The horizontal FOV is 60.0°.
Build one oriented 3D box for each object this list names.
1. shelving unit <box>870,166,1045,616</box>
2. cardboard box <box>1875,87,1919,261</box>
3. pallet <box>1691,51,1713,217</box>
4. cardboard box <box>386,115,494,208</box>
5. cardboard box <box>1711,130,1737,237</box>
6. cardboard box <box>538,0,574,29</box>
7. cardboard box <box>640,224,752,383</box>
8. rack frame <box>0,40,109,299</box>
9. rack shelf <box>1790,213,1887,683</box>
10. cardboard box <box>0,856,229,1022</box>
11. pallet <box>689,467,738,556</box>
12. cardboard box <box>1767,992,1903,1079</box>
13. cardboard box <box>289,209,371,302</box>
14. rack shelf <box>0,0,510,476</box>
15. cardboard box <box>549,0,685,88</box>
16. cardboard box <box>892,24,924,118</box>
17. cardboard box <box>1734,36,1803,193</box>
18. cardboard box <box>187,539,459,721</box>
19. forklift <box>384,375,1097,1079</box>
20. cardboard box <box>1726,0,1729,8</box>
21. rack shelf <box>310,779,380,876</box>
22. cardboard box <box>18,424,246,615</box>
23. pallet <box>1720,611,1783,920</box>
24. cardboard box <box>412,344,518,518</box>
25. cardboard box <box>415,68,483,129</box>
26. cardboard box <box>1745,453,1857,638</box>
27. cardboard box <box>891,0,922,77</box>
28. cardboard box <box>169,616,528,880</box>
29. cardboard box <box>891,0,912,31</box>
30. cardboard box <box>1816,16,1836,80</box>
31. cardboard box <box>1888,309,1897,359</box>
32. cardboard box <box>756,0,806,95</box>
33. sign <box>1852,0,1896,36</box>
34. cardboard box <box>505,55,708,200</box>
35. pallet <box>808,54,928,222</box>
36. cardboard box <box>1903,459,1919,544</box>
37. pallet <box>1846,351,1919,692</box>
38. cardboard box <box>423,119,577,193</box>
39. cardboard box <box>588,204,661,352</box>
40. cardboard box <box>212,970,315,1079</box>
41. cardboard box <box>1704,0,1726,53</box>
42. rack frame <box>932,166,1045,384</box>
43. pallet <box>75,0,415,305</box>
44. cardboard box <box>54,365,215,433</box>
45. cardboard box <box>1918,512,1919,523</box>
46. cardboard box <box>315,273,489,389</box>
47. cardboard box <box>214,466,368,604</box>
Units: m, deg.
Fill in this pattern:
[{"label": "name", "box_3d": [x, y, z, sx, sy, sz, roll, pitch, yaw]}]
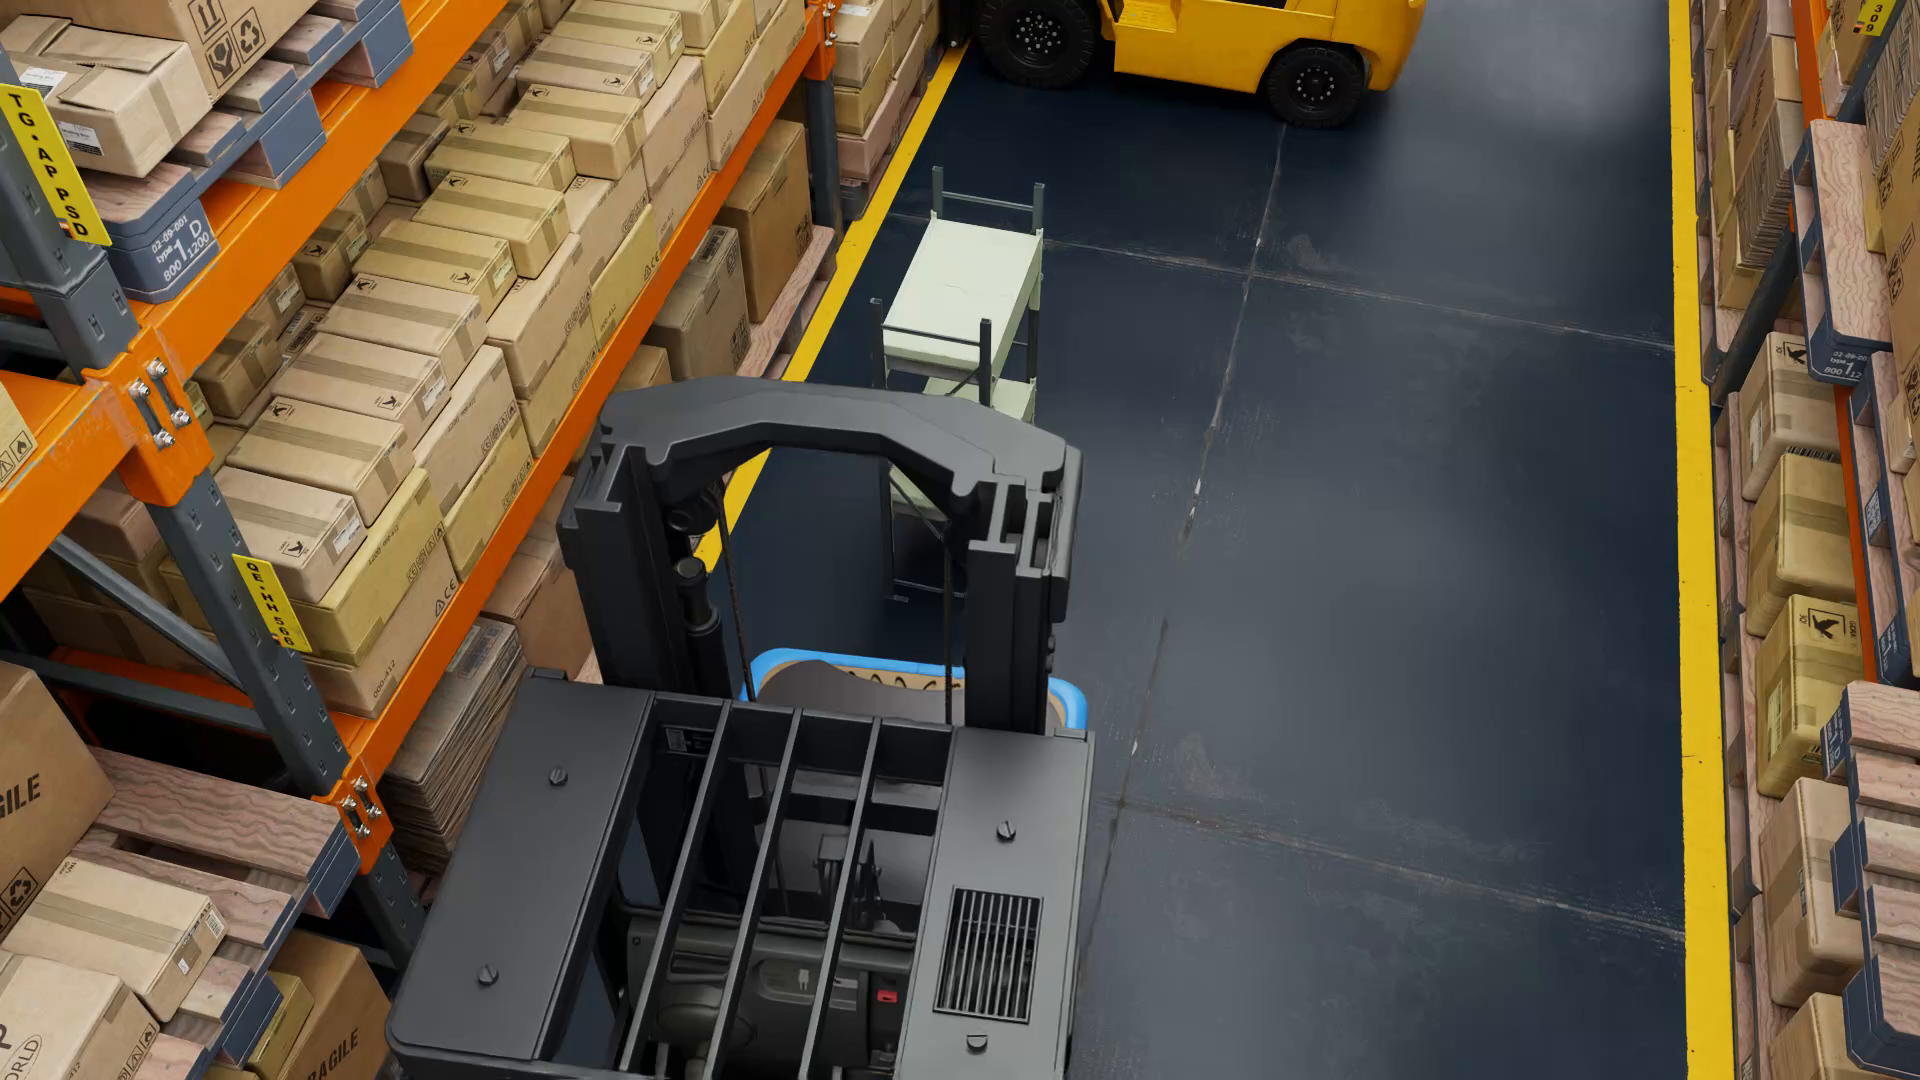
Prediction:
[{"label": "shelving unit", "box_3d": [0.002, -0.501, 6.111, 0.431, 1.500, 0.755, 12, 50, 10]}, {"label": "cardboard box", "box_3d": [3.206, -1.137, 5.126, 0.500, 0.500, 0.500, 12, 50, 10]}, {"label": "pallet", "box_3d": [4.199, -1.966, 8.264, 1.003, 0.211, 1.213, 12, 50, 10]}, {"label": "cardboard box", "box_3d": [-1.848, -1.185, 5.480, 0.500, 0.250, 0.500, 11, 49, 9]}, {"label": "cardboard box", "box_3d": [3.764, -1.608, 7.641, 0.500, 0.250, 0.500, 10, 49, 9]}, {"label": "cardboard box", "box_3d": [-1.587, -1.971, 5.908, 0.380, 0.149, 0.250, 11, 50, 10]}, {"label": "cardboard box", "box_3d": [-1.391, -0.902, 6.768, 0.875, 0.625, 0.625, 11, 50, 10]}, {"label": "rack frame", "box_3d": [-2.105, -1.580, 2.061, 1.000, 3.000, 0.127, 12, 50, 10]}, {"label": "rack shelf", "box_3d": [3.211, 0.173, 4.995, 1.077, 0.370, 4.000, 12, 50, 10]}, {"label": "cardboard box", "box_3d": [-1.908, 0.900, 3.761, 0.380, 0.149, 0.250, 12, 50, 11]}, {"label": "pallet", "box_3d": [-1.528, -0.139, 6.651, 1.003, 0.211, 1.213, 12, 50, 10]}, {"label": "cardboard box", "box_3d": [2.843, 1.706, 4.635, 0.950, 0.372, 0.625, 9, 49, 7]}, {"label": "cardboard box", "box_3d": [-1.986, -0.869, 4.936, 0.380, 0.149, 0.250, 11, 50, 10]}, {"label": "rack shelf", "box_3d": [-1.579, -1.796, 4.732, 1.077, 0.370, 4.000, 12, 50, 10]}, {"label": "cardboard box", "box_3d": [-1.165, -1.694, 5.664, 0.380, 0.149, 0.250, 10, 49, 9]}, {"label": "cardboard box", "box_3d": [-0.487, -2.372, 8.316, 0.500, 0.250, 0.500, 11, 49, 9]}, {"label": "cardboard box", "box_3d": [3.766, -1.838, 7.344, 0.500, 0.500, 0.500, 12, 50, 11]}, {"label": "cardboard box", "box_3d": [-1.753, 0.182, 4.607, 0.500, 0.250, 0.500, 12, 50, 10]}, {"label": "forklift", "box_3d": [-0.327, 1.200, 3.655, 1.130, 2.935, 3.031, 6, 49, 5]}, {"label": "cardboard box", "box_3d": [4.172, -2.956, 8.331, 0.500, 0.500, 0.500, 10, 49, 9]}, {"label": "rack shelf", "box_3d": [-2.632, 2.090, 3.303, 1.077, 0.370, 4.000, 12, 50, 10]}, {"label": "cardboard box", "box_3d": [-2.255, -0.090, 4.514, 0.500, 0.250, 0.500, 13, 50, 11]}, {"label": "pallet", "box_3d": [3.214, 0.860, 5.769, 1.003, 0.211, 1.213, 12, 50, 10]}, {"label": "cardboard box", "box_3d": [-1.620, -0.345, 4.739, 0.500, 0.250, 0.500, 13, 50, 11]}, {"label": "cardboard box", "box_3d": [-1.798, -1.430, 5.431, 0.380, 0.149, 0.250, 12, 50, 10]}, {"label": "cardboard box", "box_3d": [3.415, 0.120, 6.035, 0.950, 0.372, 0.625, 14, 50, 12]}, {"label": "cardboard box", "box_3d": [-0.497, -2.536, 8.127, 0.500, 0.250, 0.500, 11, 50, 10]}, {"label": "cardboard box", "box_3d": [-1.928, 0.604, 5.439, 0.875, 0.625, 0.625, 13, 50, 11]}, {"label": "cardboard box", "box_3d": [-0.478, -2.704, 7.942, 0.500, 0.250, 0.500, 12, 50, 10]}, {"label": "cardboard box", "box_3d": [3.587, -1.903, 6.515, 0.380, 0.149, 0.250, 13, 50, 11]}, {"label": "cardboard box", "box_3d": [3.104, -0.653, 5.132, 0.380, 0.149, 0.250, 12, 50, 11]}, {"label": "cardboard box", "box_3d": [-0.933, -2.022, 6.553, 0.500, 0.250, 0.500, 13, 50, 11]}, {"label": "sign", "box_3d": [3.212, -1.899, 5.767, 0.100, 0.325, 0.005, 12, 50, 10]}, {"label": "cardboard box", "box_3d": [-1.204, -1.456, 5.720, 0.500, 0.250, 0.500, 12, 50, 11]}, {"label": "pallet", "box_3d": [-0.803, -2.132, 8.410, 1.003, 0.211, 1.213, 12, 50, 10]}, {"label": "cardboard box", "box_3d": [2.875, -0.094, 4.638, 0.380, 0.149, 0.250, 10, 49, 9]}, {"label": "pallet", "box_3d": [3.166, 0.006, 4.791, 1.003, 0.211, 1.213, 12, 50, 10]}, {"label": "cardboard box", "box_3d": [-1.433, -1.158, 5.191, 0.380, 0.149, 0.250, 12, 50, 10]}, {"label": "cardboard box", "box_3d": [-1.349, -0.929, 5.589, 0.500, 0.250, 0.500, 13, 50, 11]}, {"label": "cardboard box", "box_3d": [-1.991, 1.286, 4.488, 0.380, 0.149, 0.250, 9, 49, 8]}, {"label": "cardboard box", "box_3d": [4.169, -2.737, 8.638, 0.500, 0.250, 0.500, 13, 50, 11]}, {"label": "rack frame", "box_3d": [0.098, -0.766, 6.344, 0.400, 1.500, 0.023, 12, 50, 10]}, {"label": "pallet", "box_3d": [-2.013, -1.033, 3.706, 1.213, 0.211, 1.003, 14, 50, 12]}, {"label": "cardboard box", "box_3d": [-2.254, -0.329, 4.459, 0.380, 0.149, 0.250, 13, 50, 11]}, {"label": "cardboard box", "box_3d": [2.793, -0.014, 4.135, 0.500, 0.500, 0.500, 9, 49, 7]}, {"label": "cardboard box", "box_3d": [-1.569, -0.591, 4.690, 0.380, 0.149, 0.250, 12, 50, 10]}, {"label": "cardboard box", "box_3d": [-1.737, -0.015, 4.182, 0.380, 0.149, 0.250, 13, 50, 11]}]
